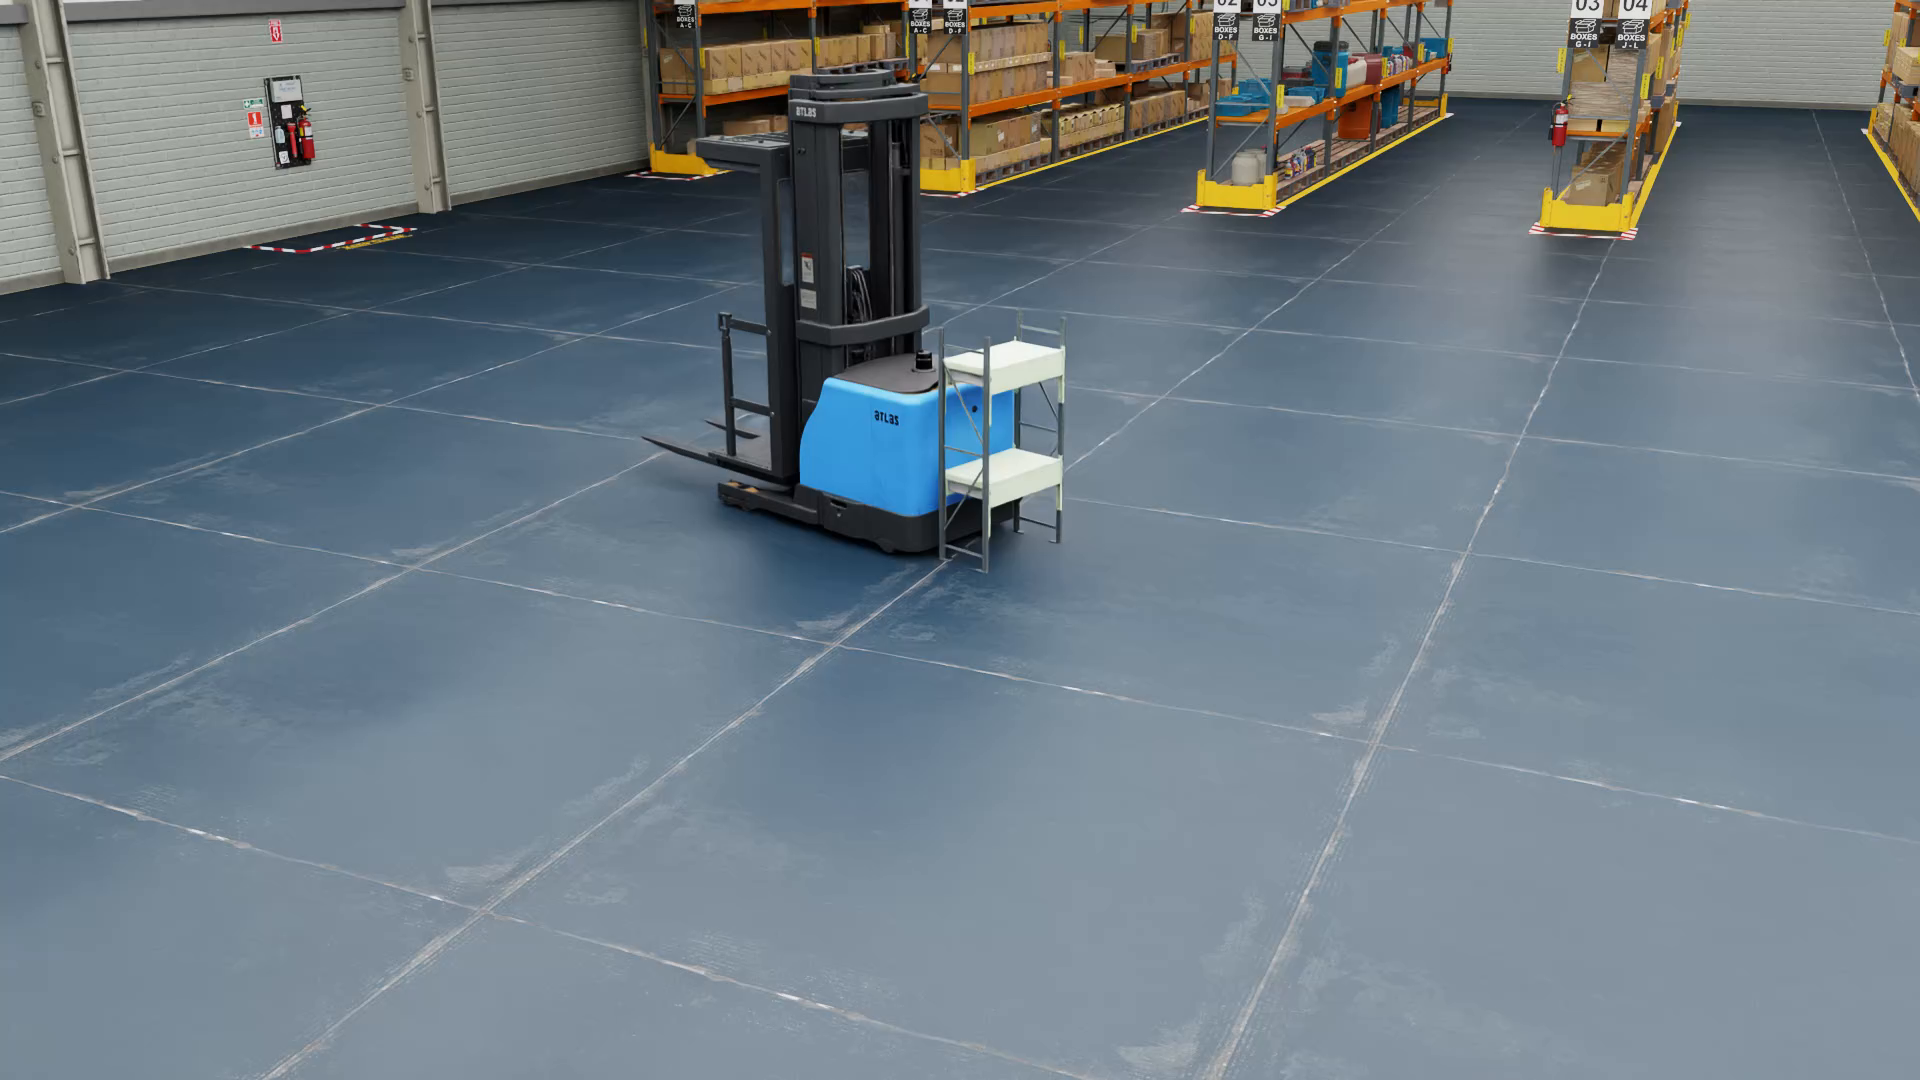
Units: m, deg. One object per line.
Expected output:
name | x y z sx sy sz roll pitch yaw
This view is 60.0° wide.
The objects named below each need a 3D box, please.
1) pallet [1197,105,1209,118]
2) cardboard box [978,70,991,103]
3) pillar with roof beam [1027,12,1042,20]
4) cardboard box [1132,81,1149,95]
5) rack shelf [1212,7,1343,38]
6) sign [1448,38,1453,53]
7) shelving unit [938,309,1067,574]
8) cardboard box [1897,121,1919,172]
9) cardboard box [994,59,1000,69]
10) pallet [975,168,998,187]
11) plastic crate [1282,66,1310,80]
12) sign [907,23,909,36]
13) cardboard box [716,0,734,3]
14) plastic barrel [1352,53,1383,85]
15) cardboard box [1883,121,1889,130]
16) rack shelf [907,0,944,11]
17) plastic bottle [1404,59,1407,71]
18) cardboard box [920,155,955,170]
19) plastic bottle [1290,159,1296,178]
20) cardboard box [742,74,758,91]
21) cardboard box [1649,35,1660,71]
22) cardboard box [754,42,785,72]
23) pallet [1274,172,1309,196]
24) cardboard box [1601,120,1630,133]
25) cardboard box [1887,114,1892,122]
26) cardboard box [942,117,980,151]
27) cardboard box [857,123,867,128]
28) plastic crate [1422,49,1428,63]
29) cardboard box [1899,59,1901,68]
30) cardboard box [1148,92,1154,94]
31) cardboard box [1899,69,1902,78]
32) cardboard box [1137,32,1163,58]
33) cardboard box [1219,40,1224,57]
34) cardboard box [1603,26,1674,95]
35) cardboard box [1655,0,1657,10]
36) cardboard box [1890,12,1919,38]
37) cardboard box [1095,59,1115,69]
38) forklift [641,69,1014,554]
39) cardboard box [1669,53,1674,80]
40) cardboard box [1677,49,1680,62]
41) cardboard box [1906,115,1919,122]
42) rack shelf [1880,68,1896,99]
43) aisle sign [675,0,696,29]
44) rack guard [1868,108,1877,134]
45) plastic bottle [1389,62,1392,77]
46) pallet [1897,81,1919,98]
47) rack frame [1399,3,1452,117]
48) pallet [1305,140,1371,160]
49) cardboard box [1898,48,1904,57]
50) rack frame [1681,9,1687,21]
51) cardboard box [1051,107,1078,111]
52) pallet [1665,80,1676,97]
pallet | 5.366 -10.064 38.952 1.003 0.211 1.213 9 21 23
cardboard box | 0.085 -7.474 27.360 0.700 0.500 0.500 9 22 24
pillar with roof beam | 5.947 -15.875 42.177 9.100 9.000 0.400 9 21 23
cardboard box | 3.756 -9.756 35.880 0.500 0.250 0.500 9 21 23
rack shelf | 5.008 -8.130 25.950 1.077 0.370 4.000 9 21 23
sign | 11.249 -11.342 38.141 0.100 0.325 0.005 9 21 23
shelving unit | 0.268 -0.631 10.506 0.431 1.500 0.755 17 26 39
cardboard box | 16.136 -6.463 27.396 1.050 0.750 0.750 8 21 22
cardboard box | 0.450 -7.884 27.544 0.380 0.149 0.250 8 21 21
pallet | -0.053 -6.051 27.668 1.003 0.211 1.213 9 21 23
plastic crate | 5.746 -7.887 28.575 0.402 0.464 0.583 9 21 23
sign | -1.074 -10.686 34.930 0.100 0.325 0.005 9 21 23
cardboard box | -4.232 -9.501 28.552 0.500 0.500 0.500 10 22 26
plastic barrel | 7.551 -8.771 30.951 0.600 0.536 0.708 9 21 23
cardboard box | 18.137 -8.025 32.242 0.380 0.149 0.250 8 21 21
rack shelf | -0.754 -11.935 36.649 1.077 0.370 4.000 9 21 23
plastic bottle | 9.087 -9.778 34.171 0.152 0.276 0.135 9 21 23
cardboard box | -0.378 -6.232 27.493 0.500 0.250 0.500 9 21 23
plastic bottle | 5.325 -5.950 26.620 0.061 0.283 0.133 9 21 24
cardboard box | -3.946 -8.164 29.642 0.500 0.250 0.500 8 21 22
cardboard box | 10.209 -7.318 24.983 0.500 0.500 0.500 9 21 23
cardboard box | -3.538 -8.826 30.384 0.500 0.500 0.500 8 21 21
pallet | 5.016 -5.780 26.905 1.003 0.211 1.213 9 21 23
cardboard box | 9.042 -5.701 22.897 0.380 0.149 0.250 9 21 23
cardboard box | 18.177 -8.162 32.182 0.380 0.149 0.250 8 21 22
cardboard box | 0.016 -6.893 28.233 0.500 0.500 0.500 9 21 23
cardboard box | -2.315 -8.754 34.182 0.700 0.500 0.500 8 21 22
plastic crate | 9.896 -10.527 36.179 0.437 0.282 0.530 9 21 23
cardboard box | 17.100 -8.563 29.875 0.380 0.149 0.250 9 22 25
cardboard box | 3.957 -9.544 36.403 0.500 0.500 0.500 9 21 23
cardboard box | 16.889 -8.267 29.487 0.380 0.149 0.250 8 21 20
cardboard box | 3.918 -10.490 35.213 0.700 0.500 0.500 3 20 9
cardboard box | 5.870 -11.578 38.900 0.500 0.500 0.500 9 21 23
cardboard box | 10.799 -7.692 26.598 1.000 1.000 1.000 9 21 23
cardboard box | 9.346 -7.378 22.985 0.500 0.250 0.500 8 21 21
cardboard box | 19.317 -10.502 33.937 0.500 0.500 0.500 8 21 22
cardboard box | 2.759 -9.424 33.123 0.500 0.311 0.500 10 22 26
forklift | -1.056 -1.692 11.352 3.031 2.935 1.130 17 26 40
cardboard box | 13.263 -8.989 31.618 0.500 0.500 0.500 8 21 22
cardboard box | 14.677 -10.070 34.589 0.500 0.250 0.500 9 21 23
cardboard box | 16.508 -7.117 28.490 0.500 0.250 0.500 8 21 21
rack shelf | 18.924 -8.994 32.856 1.077 0.370 4.000 9 21 23
aisle sign | -4.605 -8.965 27.822 0.394 0.787 0.004 9 21 23
rack guard | 19.712 -8.744 34.808 1.175 0.500 0.348 9 21 23
plastic bottle | 8.452 -9.270 32.732 0.061 0.283 0.133 9 21 23
pallet | 16.662 -7.641 28.264 1.213 0.211 1.003 9 21 23
rack frame | 10.741 -11.336 38.366 1.000 3.000 0.127 9 21 23
pallet | 7.112 -7.345 31.306 1.003 0.211 1.213 9 21 23
cardboard box | 17.308 -8.860 30.266 0.380 0.149 0.250 9 21 23
rack frame | 15.260 -10.656 36.455 1.000 3.000 0.127 9 21 23
cardboard box | 2.047 -8.300 32.471 0.500 0.311 0.500 8 21 21
pallet | 11.789 -7.888 28.957 1.213 0.211 1.003 9 21 23
